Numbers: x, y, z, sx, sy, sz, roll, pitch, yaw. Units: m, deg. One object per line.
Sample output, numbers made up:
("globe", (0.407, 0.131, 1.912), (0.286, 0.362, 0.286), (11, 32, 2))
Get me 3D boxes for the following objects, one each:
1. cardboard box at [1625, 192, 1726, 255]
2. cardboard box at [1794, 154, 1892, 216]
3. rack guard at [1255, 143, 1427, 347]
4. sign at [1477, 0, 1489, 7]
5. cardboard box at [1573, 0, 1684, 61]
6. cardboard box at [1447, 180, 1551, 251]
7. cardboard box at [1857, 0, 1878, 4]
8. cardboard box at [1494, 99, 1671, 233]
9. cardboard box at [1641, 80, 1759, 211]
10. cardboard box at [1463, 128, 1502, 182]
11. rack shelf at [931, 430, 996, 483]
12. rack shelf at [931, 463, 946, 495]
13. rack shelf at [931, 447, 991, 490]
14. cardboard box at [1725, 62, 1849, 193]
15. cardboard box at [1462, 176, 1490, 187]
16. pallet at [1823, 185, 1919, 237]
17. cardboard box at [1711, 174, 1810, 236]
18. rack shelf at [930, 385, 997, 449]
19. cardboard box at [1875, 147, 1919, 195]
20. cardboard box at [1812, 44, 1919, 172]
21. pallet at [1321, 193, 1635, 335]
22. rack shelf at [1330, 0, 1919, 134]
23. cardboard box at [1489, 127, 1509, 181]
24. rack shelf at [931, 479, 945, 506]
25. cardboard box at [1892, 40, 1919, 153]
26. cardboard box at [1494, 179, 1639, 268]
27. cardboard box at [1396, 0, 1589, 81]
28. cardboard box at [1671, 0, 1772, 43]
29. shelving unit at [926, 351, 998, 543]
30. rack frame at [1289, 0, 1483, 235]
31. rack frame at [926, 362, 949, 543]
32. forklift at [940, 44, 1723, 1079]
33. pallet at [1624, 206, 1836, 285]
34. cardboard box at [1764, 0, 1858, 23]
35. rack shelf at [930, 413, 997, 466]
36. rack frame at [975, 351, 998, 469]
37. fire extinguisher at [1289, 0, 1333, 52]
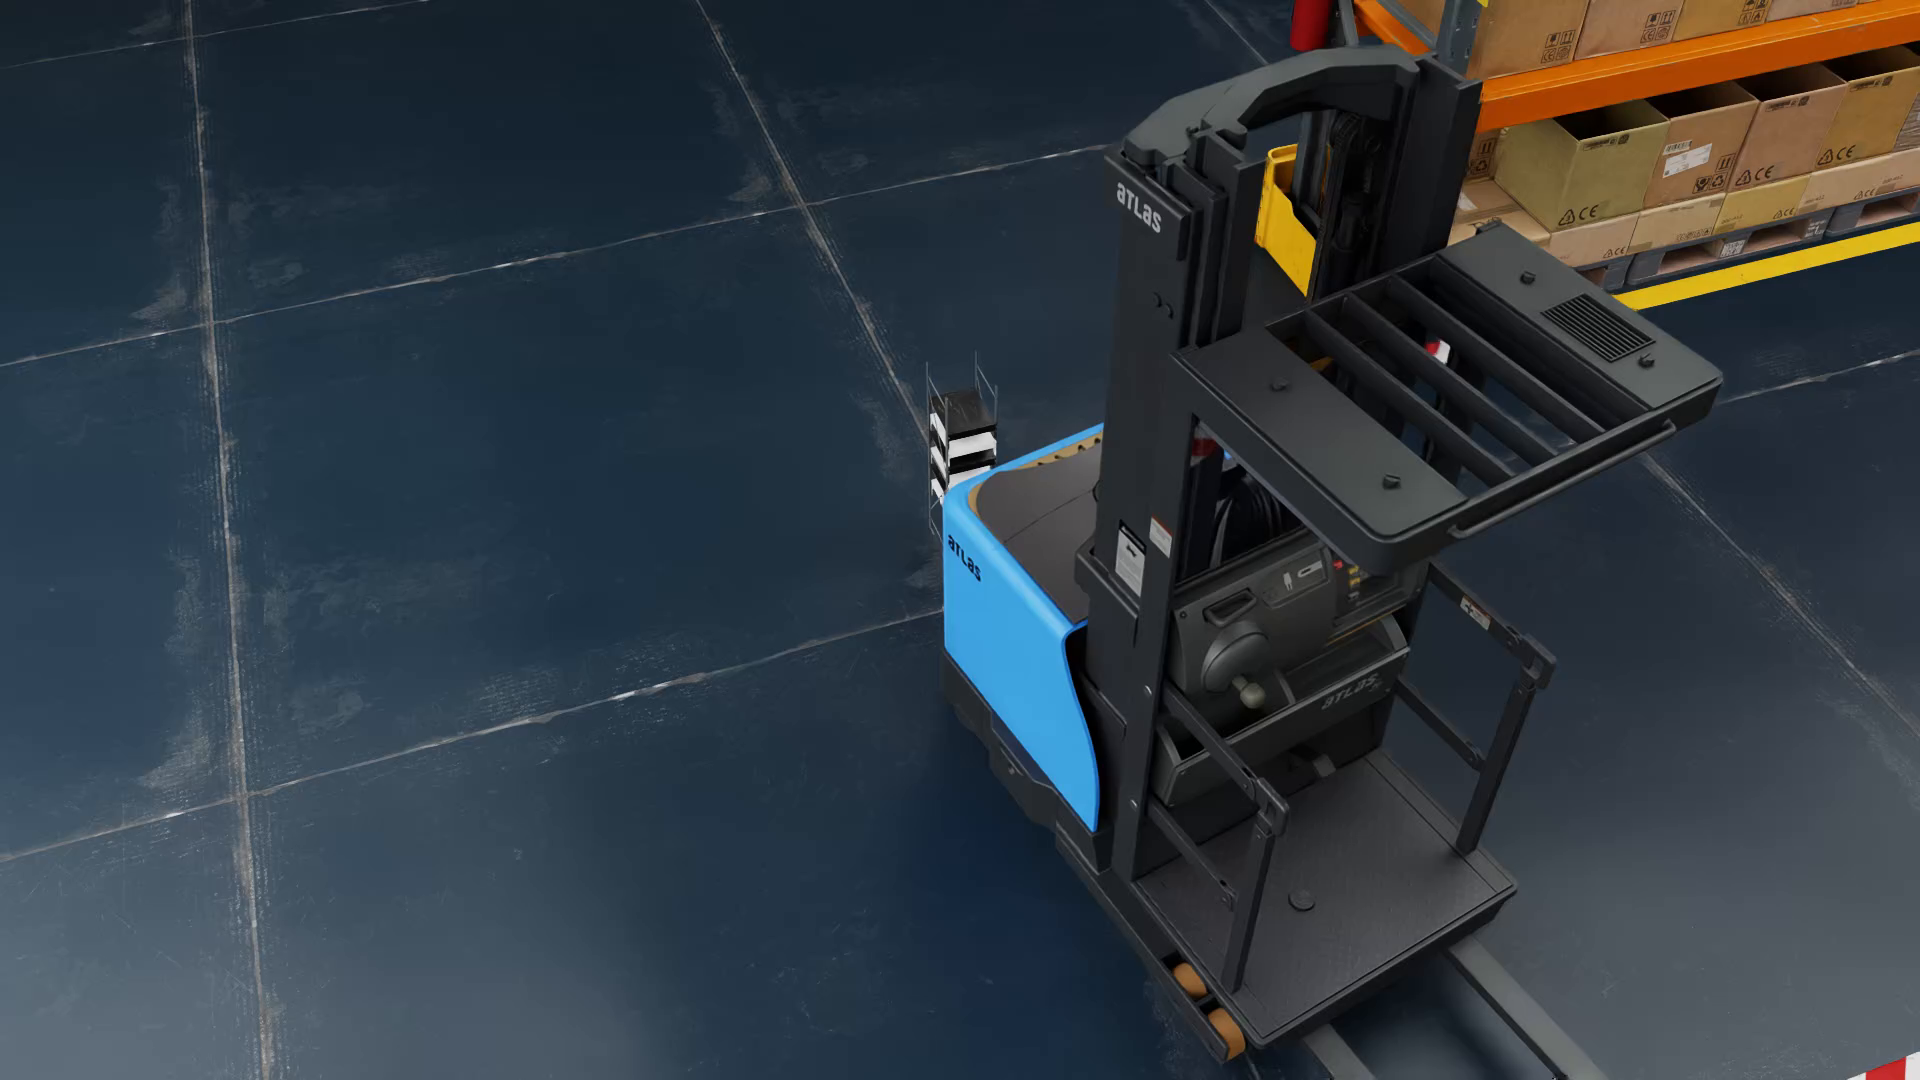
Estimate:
("cardboard box", (3.414, -1.705, 8.285), (0.500, 0.250, 0.500), (-14, 47, -14))
("cardboard box", (4.356, -1.942, 8.522), (0.500, 0.250, 0.500), (-14, 47, -14))
("rack guard", (1.872, -1.415, 8.117), (0.348, 0.500, 1.175), (-14, 47, -14))
("sign", (2.077, -2.266, 6.533), (0.005, 0.325, 0.100), (-14, 47, -14))
("cardboard box", (2.830, -2.572, 7.434), (0.500, 0.500, 0.700), (-13, 47, -13))
("cardboard box", (2.474, -1.462, 8.043), (0.500, 0.250, 0.500), (-14, 47, -14))
("cardboard box", (4.274, -2.941, 7.802), (0.500, 0.500, 0.700), (-14, 47, -13))
("cardboard box", (2.944, -1.848, 7.899), (0.500, 0.500, 0.500), (-14, 47, -14))
("cardboard box", (3.410, -1.977, 8.027), (0.500, 0.500, 0.500), (-14, 47, -14))
("cardboard box", (2.298, -2.073, 8.123), (0.500, 0.500, 0.500), (-14, 47, -14))
("rack shelf", (0.008, -0.360, 6.702), (0.200, 0.077, 0.258), (-14, 47, -14))
("rack shelf", (0.008, -0.233, 6.830), (0.200, 0.077, 0.258), (-14, 47, -14))
("rack shelf", (0.008, -0.296, 6.766), (0.200, 0.077, 0.258), (-14, 47, -14))
("cardboard box", (3.886, -2.086, 8.136), (0.500, 0.500, 0.500), (-14, 47, -14))
("cardboard box", (2.298, -1.807, 8.387), (0.500, 0.250, 0.500), (-14, 47, -14))
("pallet", (4.894, -2.118, 9.021), (1.213, 0.211, 1.003), (-14, 47, -14))
("cardboard box", (3.886, -1.822, 8.402), (0.500, 0.250, 0.500), (-14, 47, -14))
("rack shelf", (0.008, -0.487, 6.575), (0.200, 0.077, 0.258), (-14, 47, -14))
("cardboard box", (4.821, -2.072, 8.652), (0.500, 0.250, 0.500), (-14, 47, -14))
("cardboard box", (4.351, -2.215, 8.265), (0.500, 0.500, 0.500), (-14, 47, -14))
("pallet", (2.599, -1.531, 8.436), (1.213, 0.211, 1.003), (-14, 47, -14))
("rack shelf", (3.775, -2.531, 7.972), (4.000, 0.370, 1.077), (-14, 47, -14))
("cardboard box", (2.764, -1.935, 8.515), (0.500, 0.250, 0.500), (-14, 47, -14))
("rack shelf", (0.008, -0.169, 6.894), (0.200, 0.077, 0.258), (-14, 47, -14))
("cardboard box", (4.820, -2.338, 8.387), (0.500, 0.500, 0.500), (-14, 47, -14))
("cardboard box", (2.943, -1.585, 8.166), (0.500, 0.250, 0.500), (-14, 47, -14))
("cardboard box", (2.338, -2.443, 7.305), (0.500, 0.500, 0.700), (-14, 47, -14))
("cardboard box", (3.299, -2.688, 7.550), (0.500, 0.500, 0.700), (-14, 47, -14))
("shelving unit", (0.008, -0.320, 6.743), (0.210, 0.900, 0.258), (-14, 47, -14))
("rack frame", (1.894, -2.304, 7.237), (0.127, 3.000, 1.000), (-14, 47, -14))
("rack frame", (-0.088, -0.295, 6.718), (0.006, 0.900, 0.240), (-14, 47, -14))
("forklift", (1.123, 0.262, 4.729), (1.130, 2.935, 3.031), (-23, 50, -22))
("pallet", (3.745, -1.822, 8.726), (1.213, 0.211, 1.003), (-14, 47, -14))
("cardboard box", (3.793, -2.817, 7.678), (0.500, 0.500, 0.700), (-13, 47, -13))
("rack shelf", (0.008, -0.423, 6.639), (0.200, 0.077, 0.258), (-14, 47, -14))
("rack frame", (0.103, -0.344, 6.767), (0.006, 0.900, 0.240), (-14, 47, -14))
("fire extinguisher", (1.625, -2.557, 7.545), (0.183, 0.674, 0.296), (-14, 47, -14))
